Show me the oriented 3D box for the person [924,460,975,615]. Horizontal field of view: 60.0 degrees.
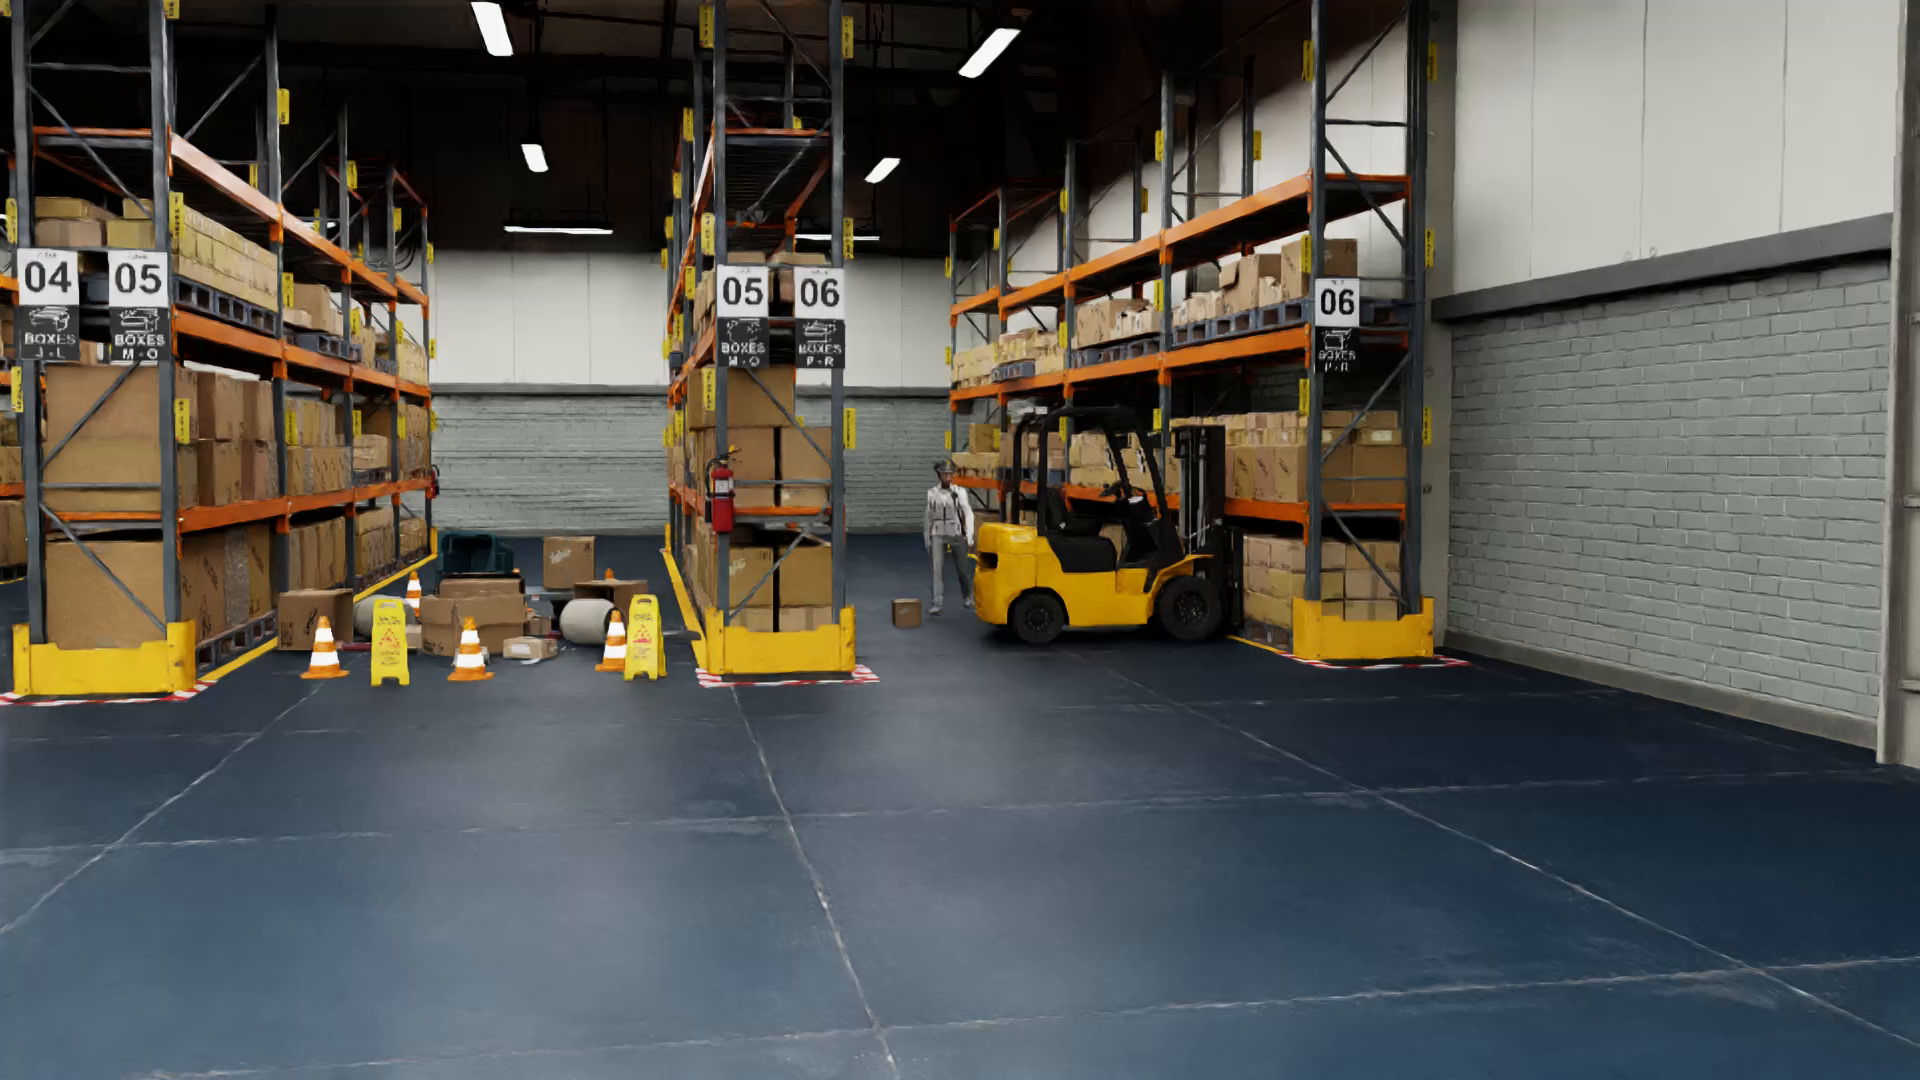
[{"bbox_3d":[-0.116,-0.036,17.683,0.591,1.634,1.000,1,3,9],"label":"person"}]
